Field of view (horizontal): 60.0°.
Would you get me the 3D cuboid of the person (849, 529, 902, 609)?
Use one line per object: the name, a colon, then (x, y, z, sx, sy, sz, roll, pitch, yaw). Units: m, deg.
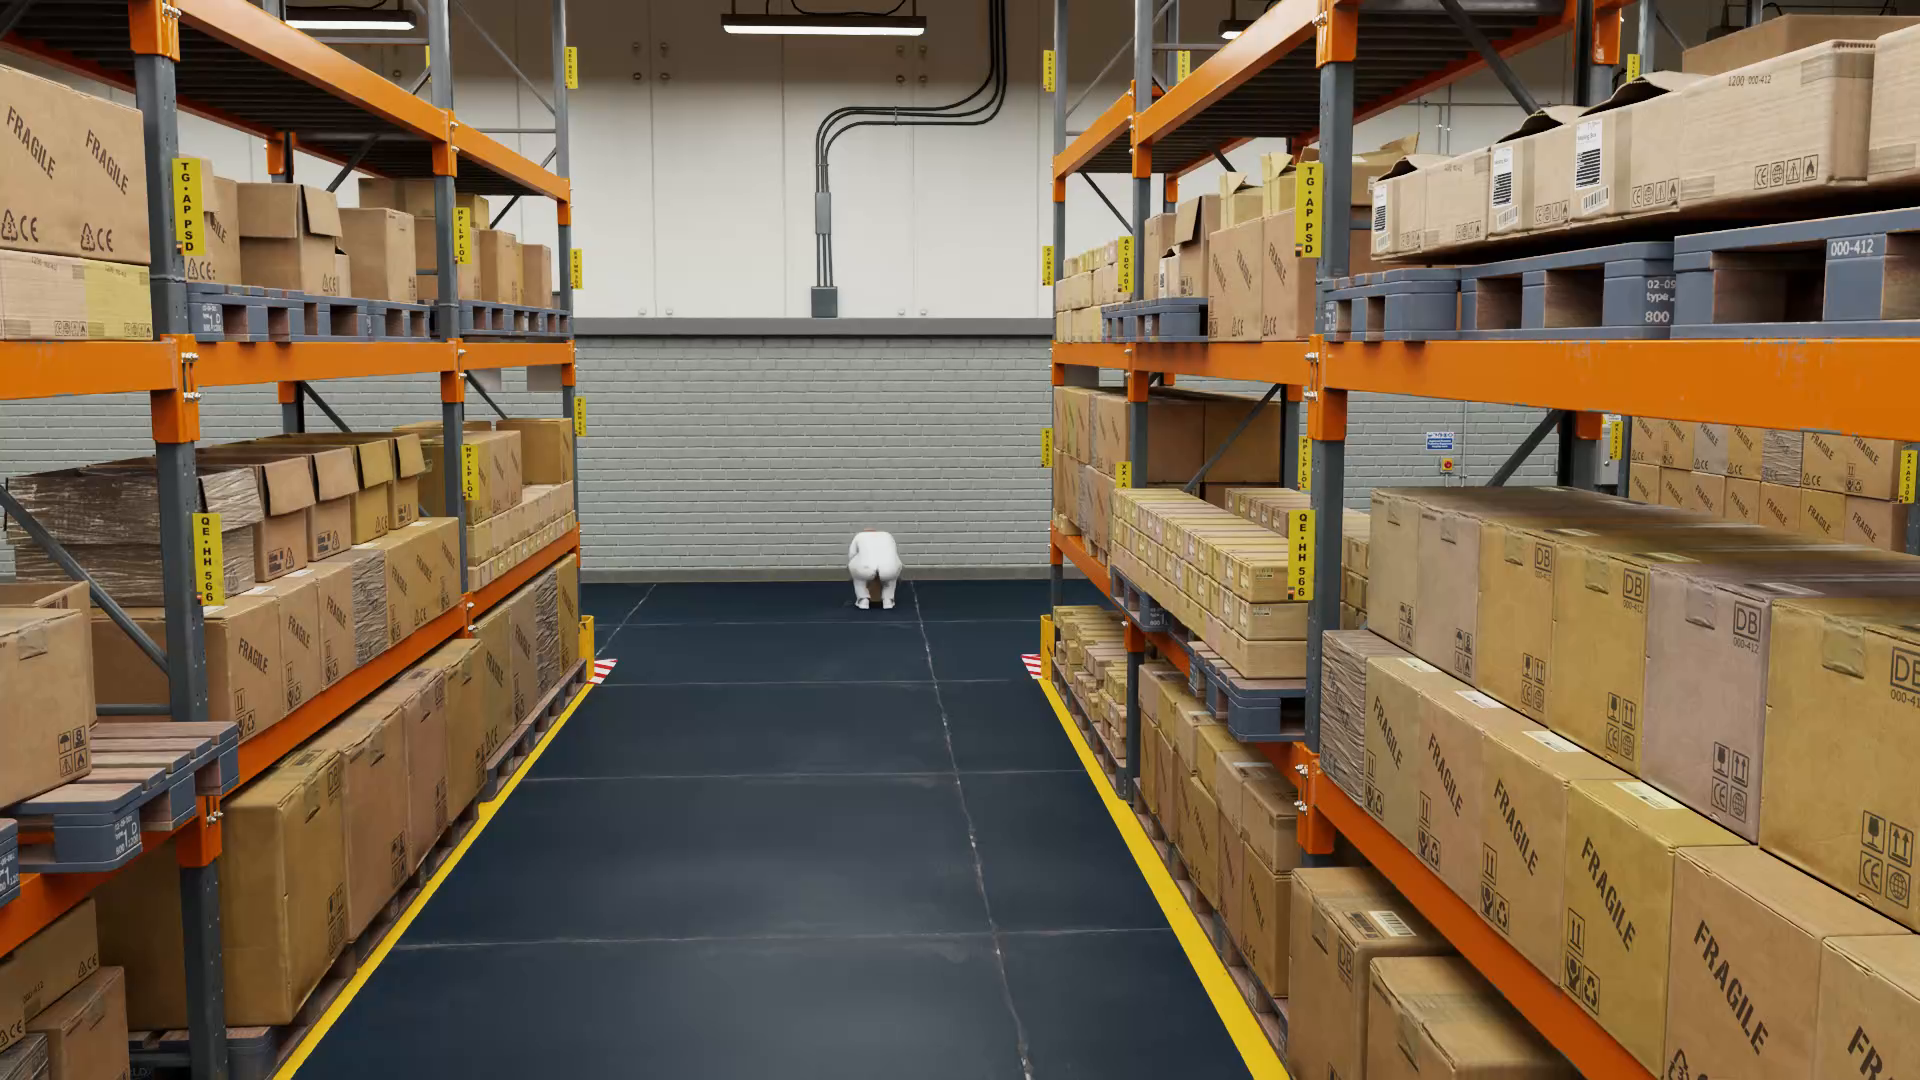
person: (-0.913, 0.328, 17.905, 0.577, 0.827, 0.938, -1, 7, -5)
